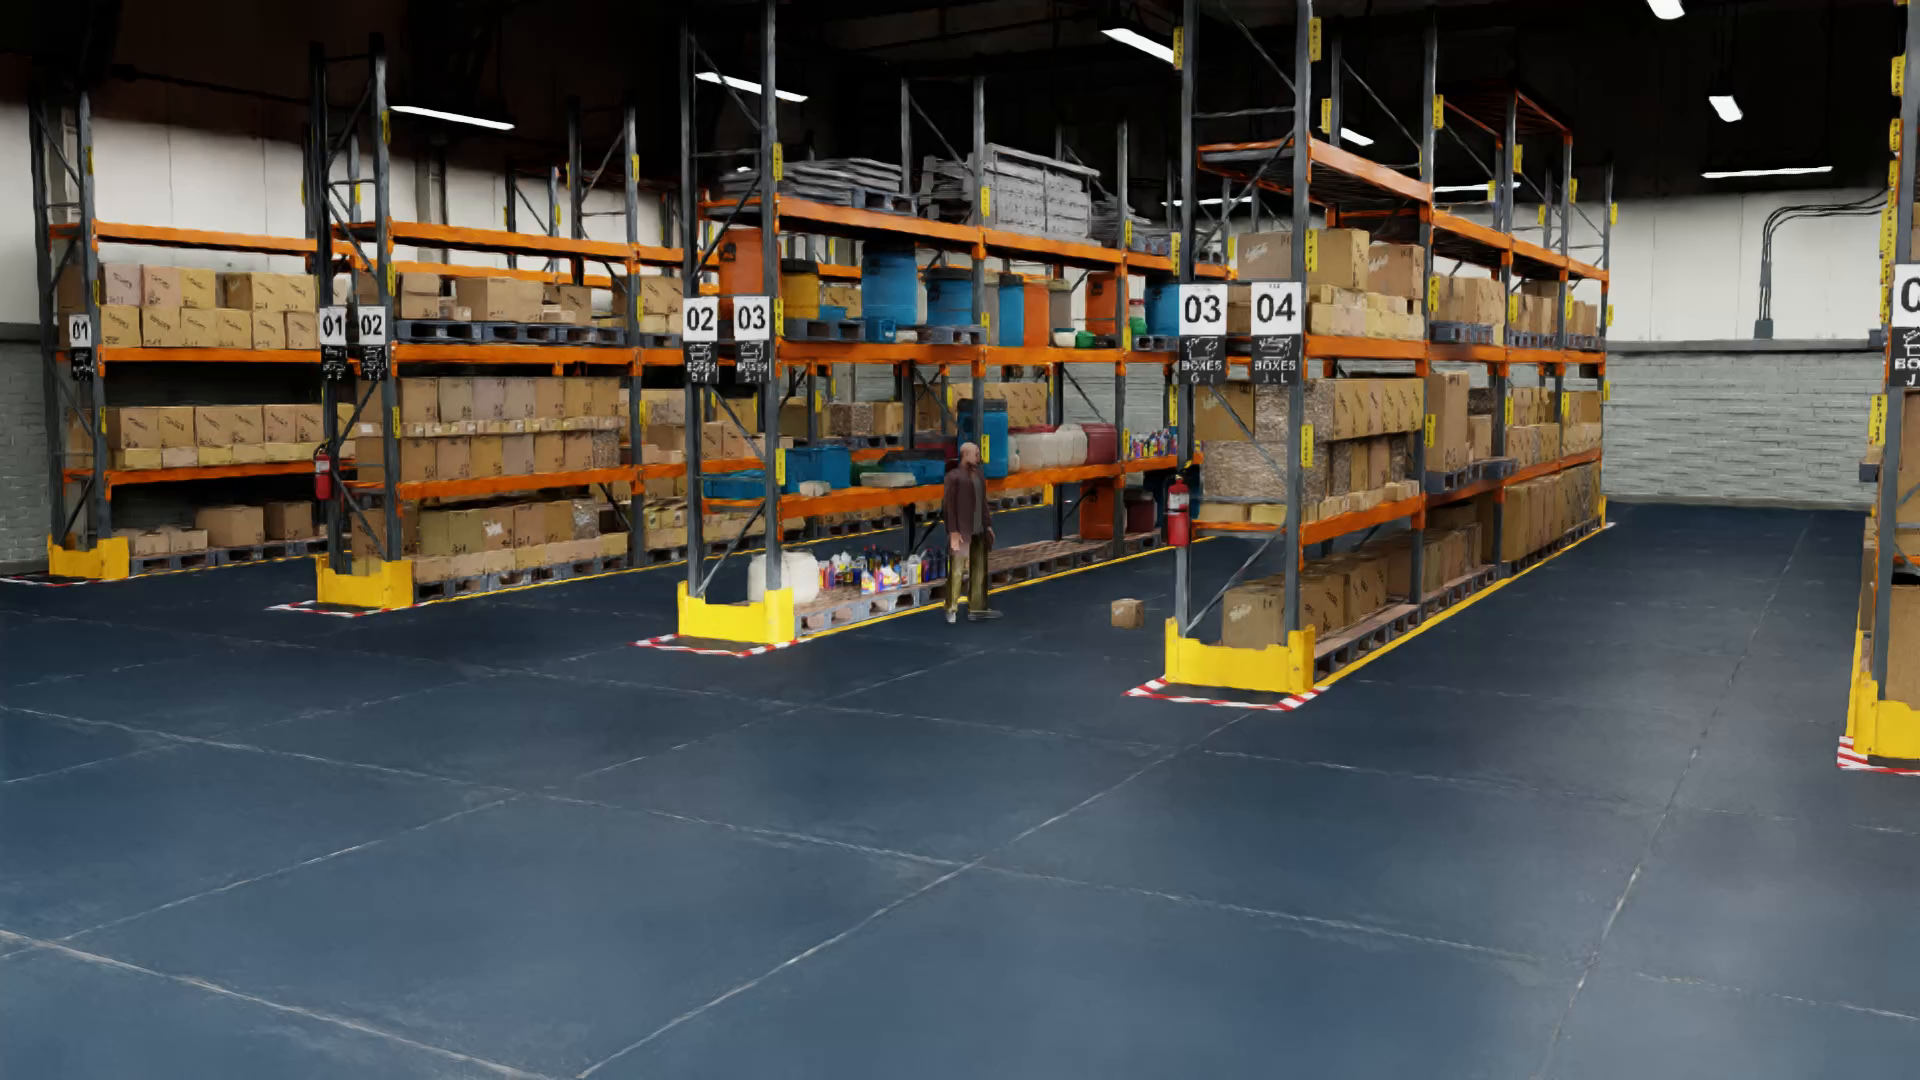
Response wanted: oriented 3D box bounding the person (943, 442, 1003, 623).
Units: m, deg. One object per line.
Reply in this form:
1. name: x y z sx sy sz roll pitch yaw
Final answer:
1. person: 0.098 -0.083 16.596 0.660 1.783 0.466 -6 8 -44
